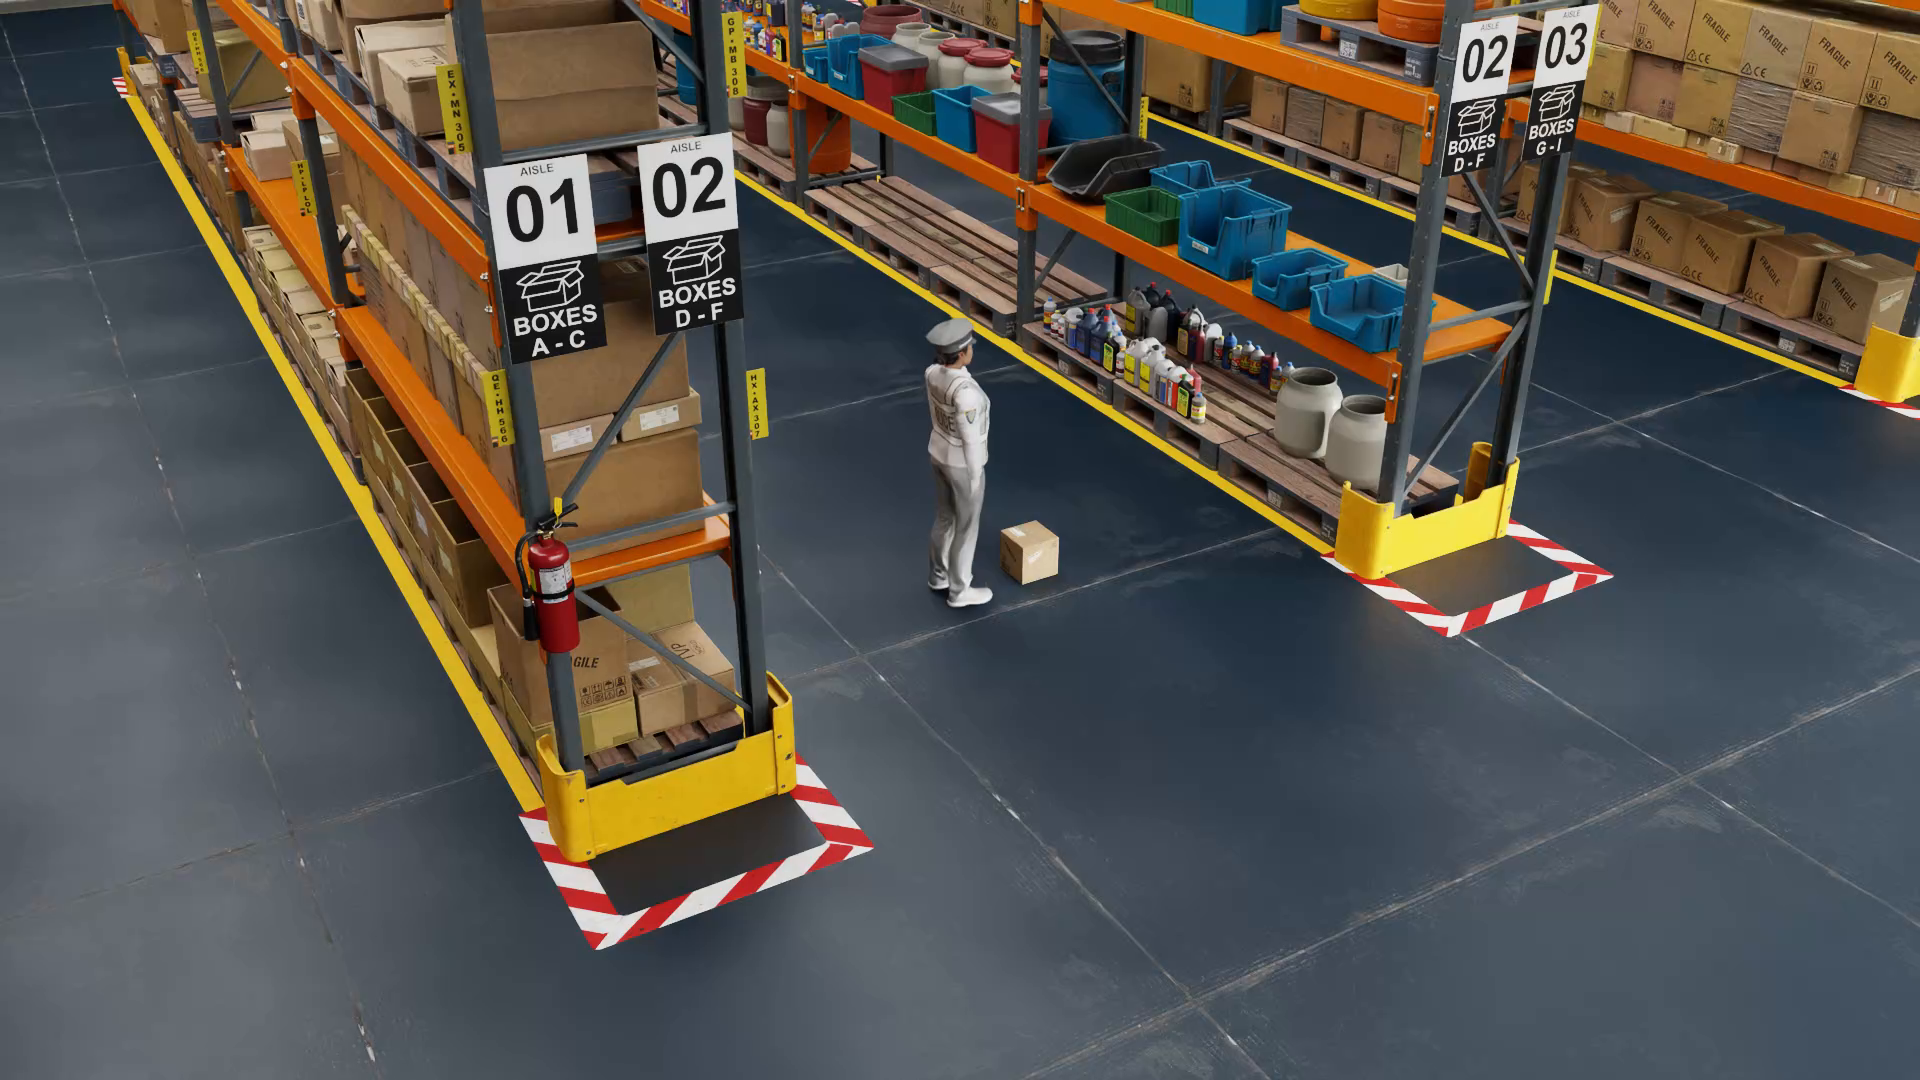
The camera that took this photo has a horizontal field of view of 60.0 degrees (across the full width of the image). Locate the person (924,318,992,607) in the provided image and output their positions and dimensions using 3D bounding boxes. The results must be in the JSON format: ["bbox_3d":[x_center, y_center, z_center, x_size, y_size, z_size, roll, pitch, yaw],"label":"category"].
[{"bbox_3d":[-0.009,-0.438,9.323,0.345,1.686,0.467,-15,32,-25],"label":"person"}]
